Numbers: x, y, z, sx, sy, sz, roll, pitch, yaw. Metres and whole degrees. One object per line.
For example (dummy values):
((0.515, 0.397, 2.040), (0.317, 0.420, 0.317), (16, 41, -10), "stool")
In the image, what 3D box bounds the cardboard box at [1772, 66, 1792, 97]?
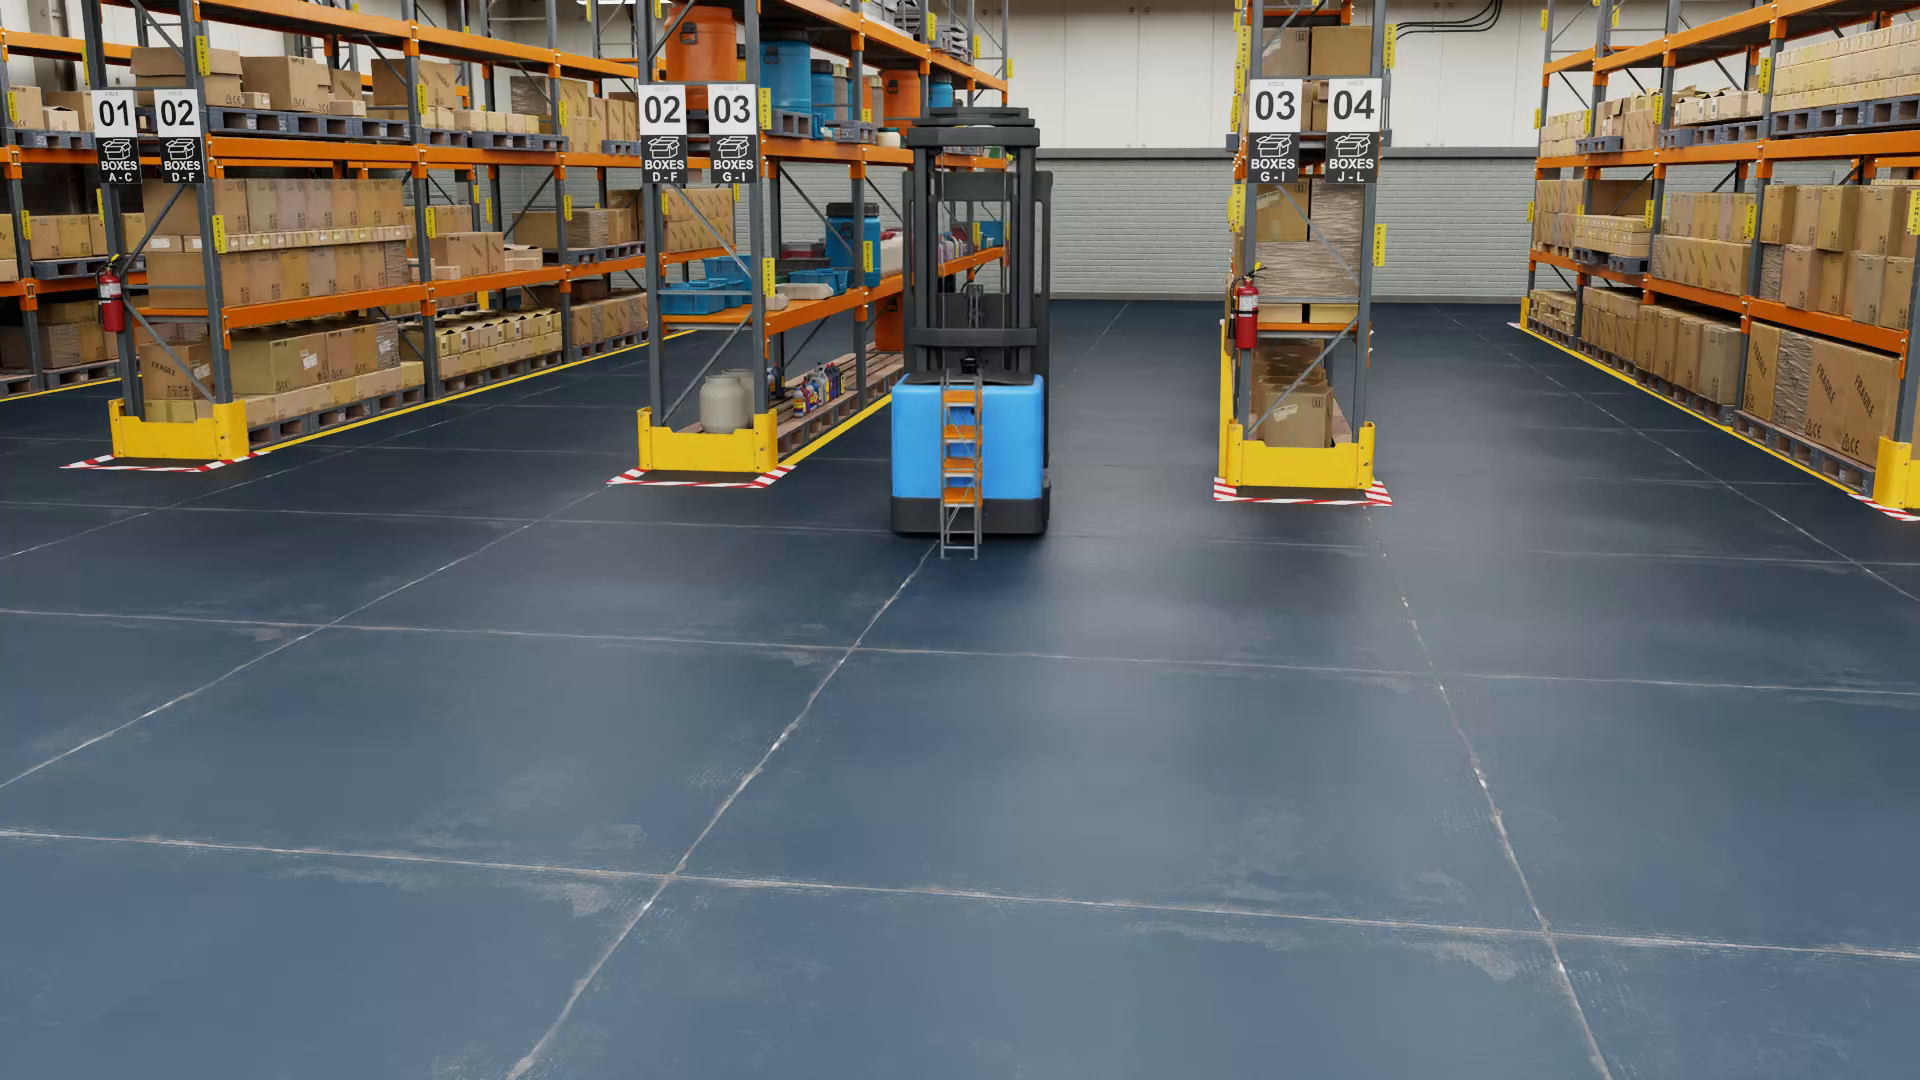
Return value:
((7.904, -4.264, 15.456), (0.500, 0.250, 0.500), (2, 12, 9), "cardboard box")

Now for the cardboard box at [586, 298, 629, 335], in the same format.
((-5.217, -3.301, 24.581), (0.500, 0.500, 0.500), (1, 12, 7), "cardboard box")

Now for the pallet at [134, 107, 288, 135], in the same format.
((-6.898, -3.805, 15.117), (1.003, 0.211, 1.213), (2, 12, 9), "pallet")

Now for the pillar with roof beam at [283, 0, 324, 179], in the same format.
((-6.575, -7.860, 26.604), (9.100, 9.000, 0.400), (2, 12, 9), "pillar with roof beam")

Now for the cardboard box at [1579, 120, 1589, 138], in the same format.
((9.306, -5.971, 24.131), (0.500, 0.250, 0.500), (1, 12, 6), "cardboard box")

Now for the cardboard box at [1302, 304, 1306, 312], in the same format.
((3.221, -2.103, 14.726), (0.380, 0.149, 0.250), (2, 12, 9), "cardboard box")

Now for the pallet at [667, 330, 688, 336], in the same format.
((-5.080, -3.513, 27.293), (1.003, 0.211, 1.213), (2, 12, 9), "pallet")

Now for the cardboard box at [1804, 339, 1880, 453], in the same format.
((7.813, -1.225, 14.103), (0.875, 0.875, 0.875), (2, 12, 8), "cardboard box")

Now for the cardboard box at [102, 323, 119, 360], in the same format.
((-11.067, -2.588, 21.273), (0.700, 0.500, 0.500), (2, 12, 9), "cardboard box")

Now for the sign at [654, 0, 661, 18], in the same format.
((-4.637, -8.183, 25.511), (0.100, 0.325, 0.005), (2, 12, 9), "sign")

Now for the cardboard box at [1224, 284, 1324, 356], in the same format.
((4.113, -2.888, 21.822), (1.225, 0.875, 0.875), (1, 12, 6), "cardboard box")

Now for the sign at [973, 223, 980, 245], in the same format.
((0.250, -4.689, 25.474), (0.100, 0.325, 0.005), (2, 12, 9), "sign")

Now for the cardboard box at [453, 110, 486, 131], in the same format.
((-6.062, -5.062, 20.102), (0.500, 0.250, 0.500), (1, 12, 4), "cardboard box")

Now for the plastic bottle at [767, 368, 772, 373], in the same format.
((-2.028, -1.670, 17.542), (0.152, 0.276, 0.135), (2, 12, 11), "plastic bottle")

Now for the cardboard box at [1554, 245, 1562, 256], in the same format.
((9.469, -4.502, 25.858), (0.380, 0.149, 0.250), (2, 12, 10), "cardboard box")

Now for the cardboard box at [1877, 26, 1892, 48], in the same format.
((7.475, -3.959, 13.095), (0.380, 0.149, 0.250), (2, 12, 10), "cardboard box")

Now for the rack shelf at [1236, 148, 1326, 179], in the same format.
((3.678, -4.277, 18.807), (1.077, 0.370, 4.000), (2, 12, 9), "rack shelf")

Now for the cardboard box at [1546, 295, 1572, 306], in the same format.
((9.503, -3.792, 26.327), (0.380, 0.149, 0.250), (2, 12, 10), "cardboard box")

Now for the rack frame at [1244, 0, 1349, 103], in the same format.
((3.371, -5.679, 16.483), (1.000, 3.000, 0.127), (2, 12, 9), "rack frame")

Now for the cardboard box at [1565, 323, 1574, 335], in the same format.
((9.210, -3.134, 24.686), (0.380, 0.149, 0.250), (2, 12, 9), "cardboard box")

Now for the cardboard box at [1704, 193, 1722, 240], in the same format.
((8.561, -3.523, 18.109), (0.700, 0.500, 0.500), (2, 12, 8), "cardboard box")

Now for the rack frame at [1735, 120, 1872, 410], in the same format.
((8.256, -2.564, 16.272), (1.000, 3.000, 0.127), (2, 12, 9), "rack frame")

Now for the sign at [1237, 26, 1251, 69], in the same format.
((2.210, -3.835, 12.945), (0.100, 0.325, 0.005), (2, 12, 9), "sign")

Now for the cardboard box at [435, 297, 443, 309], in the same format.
((-9.629, -4.351, 29.499), (0.700, 0.500, 0.500), (1, 12, 7), "cardboard box")

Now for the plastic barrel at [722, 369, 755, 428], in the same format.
((-2.036, -1.307, 15.346), (0.421, 0.512, 0.421), (0, 12, 0), "plastic barrel")

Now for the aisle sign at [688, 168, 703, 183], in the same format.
((-4.851, -6.860, 30.036), (0.394, 0.787, 0.004), (2, 12, 9), "aisle sign")

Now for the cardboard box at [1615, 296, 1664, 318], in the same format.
((8.784, -3.003, 21.465), (0.500, 0.250, 0.500), (2, 12, 9), "cardboard box")

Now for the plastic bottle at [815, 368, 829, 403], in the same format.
((-1.417, -1.576, 16.930), (0.144, 0.351, 0.185), (2, 12, 8), "plastic bottle")

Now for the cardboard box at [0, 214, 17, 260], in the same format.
((-11.079, -3.422, 18.781), (0.500, 0.500, 0.500), (2, 12, 9), "cardboard box")

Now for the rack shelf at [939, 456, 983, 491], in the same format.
((0.011, -0.441, 11.013), (0.258, 0.148, 0.480), (1, 12, 4), "rack shelf")

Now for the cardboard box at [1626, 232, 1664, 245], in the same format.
((8.498, -3.742, 20.632), (0.380, 0.149, 0.250), (2, 12, 10), "cardboard box")

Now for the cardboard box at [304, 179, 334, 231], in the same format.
((-6.710, -3.345, 16.577), (0.700, 0.500, 0.500), (2, 12, 9), "cardboard box")

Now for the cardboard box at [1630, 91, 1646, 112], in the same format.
((8.855, -5.647, 21.404), (0.396, 0.266, 0.258), (2, 12, 9), "cardboard box")

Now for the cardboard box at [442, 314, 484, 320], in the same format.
((-6.326, -2.721, 21.196), (0.500, 0.311, 0.500), (2, 12, 7), "cardboard box")

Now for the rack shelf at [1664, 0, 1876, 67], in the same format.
((8.564, -5.366, 17.690), (1.077, 0.370, 4.000), (2, 12, 9), "rack shelf")

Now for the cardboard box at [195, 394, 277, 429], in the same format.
((-6.730, -1.201, 15.475), (0.500, 0.250, 0.500), (2, 12, 9), "cardboard box")

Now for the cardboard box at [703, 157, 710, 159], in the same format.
((-4.542, -6.635, 28.397), (0.500, 0.250, 0.500), (2, 12, 9), "cardboard box")

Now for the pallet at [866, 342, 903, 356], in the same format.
((-0.828, -2.541, 22.785), (1.003, 0.211, 1.213), (2, 12, 9), "pallet")

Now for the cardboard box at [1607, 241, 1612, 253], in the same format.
((8.654, -3.810, 21.652), (0.380, 0.149, 0.250), (1, 12, 6), "cardboard box")

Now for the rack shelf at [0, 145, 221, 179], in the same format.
((-11.005, -4.758, 21.041), (1.077, 0.370, 4.000), (2, 12, 9), "rack shelf")

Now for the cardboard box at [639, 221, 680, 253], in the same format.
((-4.839, -4.879, 26.777), (0.500, 0.500, 0.500), (2, 12, 10), "cardboard box")

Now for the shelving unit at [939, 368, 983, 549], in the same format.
((0.011, -0.508, 11.001), (0.258, 1.200, 0.499), (1, 12, 4), "shelving unit")

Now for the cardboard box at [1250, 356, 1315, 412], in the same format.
((3.189, -1.528, 16.400), (0.500, 0.500, 0.500), (6, 14, 27), "cardboard box")

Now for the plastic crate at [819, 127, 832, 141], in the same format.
((-1.371, -3.897, 15.961), (0.243, 0.136, 0.396), (2, 12, 9), "plastic crate")

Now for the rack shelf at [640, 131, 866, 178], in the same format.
((-1.831, -3.605, 15.688), (1.077, 0.370, 4.000), (2, 12, 9), "rack shelf")

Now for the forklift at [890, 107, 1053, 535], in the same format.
((9.197, -2.057, 14.081), (18.991, 2.935, 7.386), (1, 12, 4), "forklift")

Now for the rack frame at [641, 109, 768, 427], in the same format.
((-2.138, -2.074, 13.996), (1.000, 3.000, 0.127), (2, 12, 9), "rack frame")

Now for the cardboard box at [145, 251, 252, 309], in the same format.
((-6.948, -2.381, 15.183), (0.700, 0.500, 0.500), (2, 12, 9), "cardboard box")

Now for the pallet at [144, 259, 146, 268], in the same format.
((-10.701, -3.815, 22.529), (1.213, 0.211, 1.003), (2, 12, 9), "pallet")

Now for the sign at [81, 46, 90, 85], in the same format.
((-7.566, -4.116, 14.439), (0.100, 0.325, 0.005), (2, 12, 9), "sign")

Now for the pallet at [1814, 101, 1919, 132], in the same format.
((7.930, -3.564, 14.002), (1.003, 0.211, 1.213), (2, 12, 9), "pallet")

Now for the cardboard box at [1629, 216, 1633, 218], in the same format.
((9.577, -4.457, 23.242), (0.380, 0.149, 0.250), (2, 12, 7), "cardboard box")

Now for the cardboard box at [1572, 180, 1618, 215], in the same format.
((9.292, -5.019, 24.347), (0.500, 0.500, 0.500), (1, 12, 7), "cardboard box")
